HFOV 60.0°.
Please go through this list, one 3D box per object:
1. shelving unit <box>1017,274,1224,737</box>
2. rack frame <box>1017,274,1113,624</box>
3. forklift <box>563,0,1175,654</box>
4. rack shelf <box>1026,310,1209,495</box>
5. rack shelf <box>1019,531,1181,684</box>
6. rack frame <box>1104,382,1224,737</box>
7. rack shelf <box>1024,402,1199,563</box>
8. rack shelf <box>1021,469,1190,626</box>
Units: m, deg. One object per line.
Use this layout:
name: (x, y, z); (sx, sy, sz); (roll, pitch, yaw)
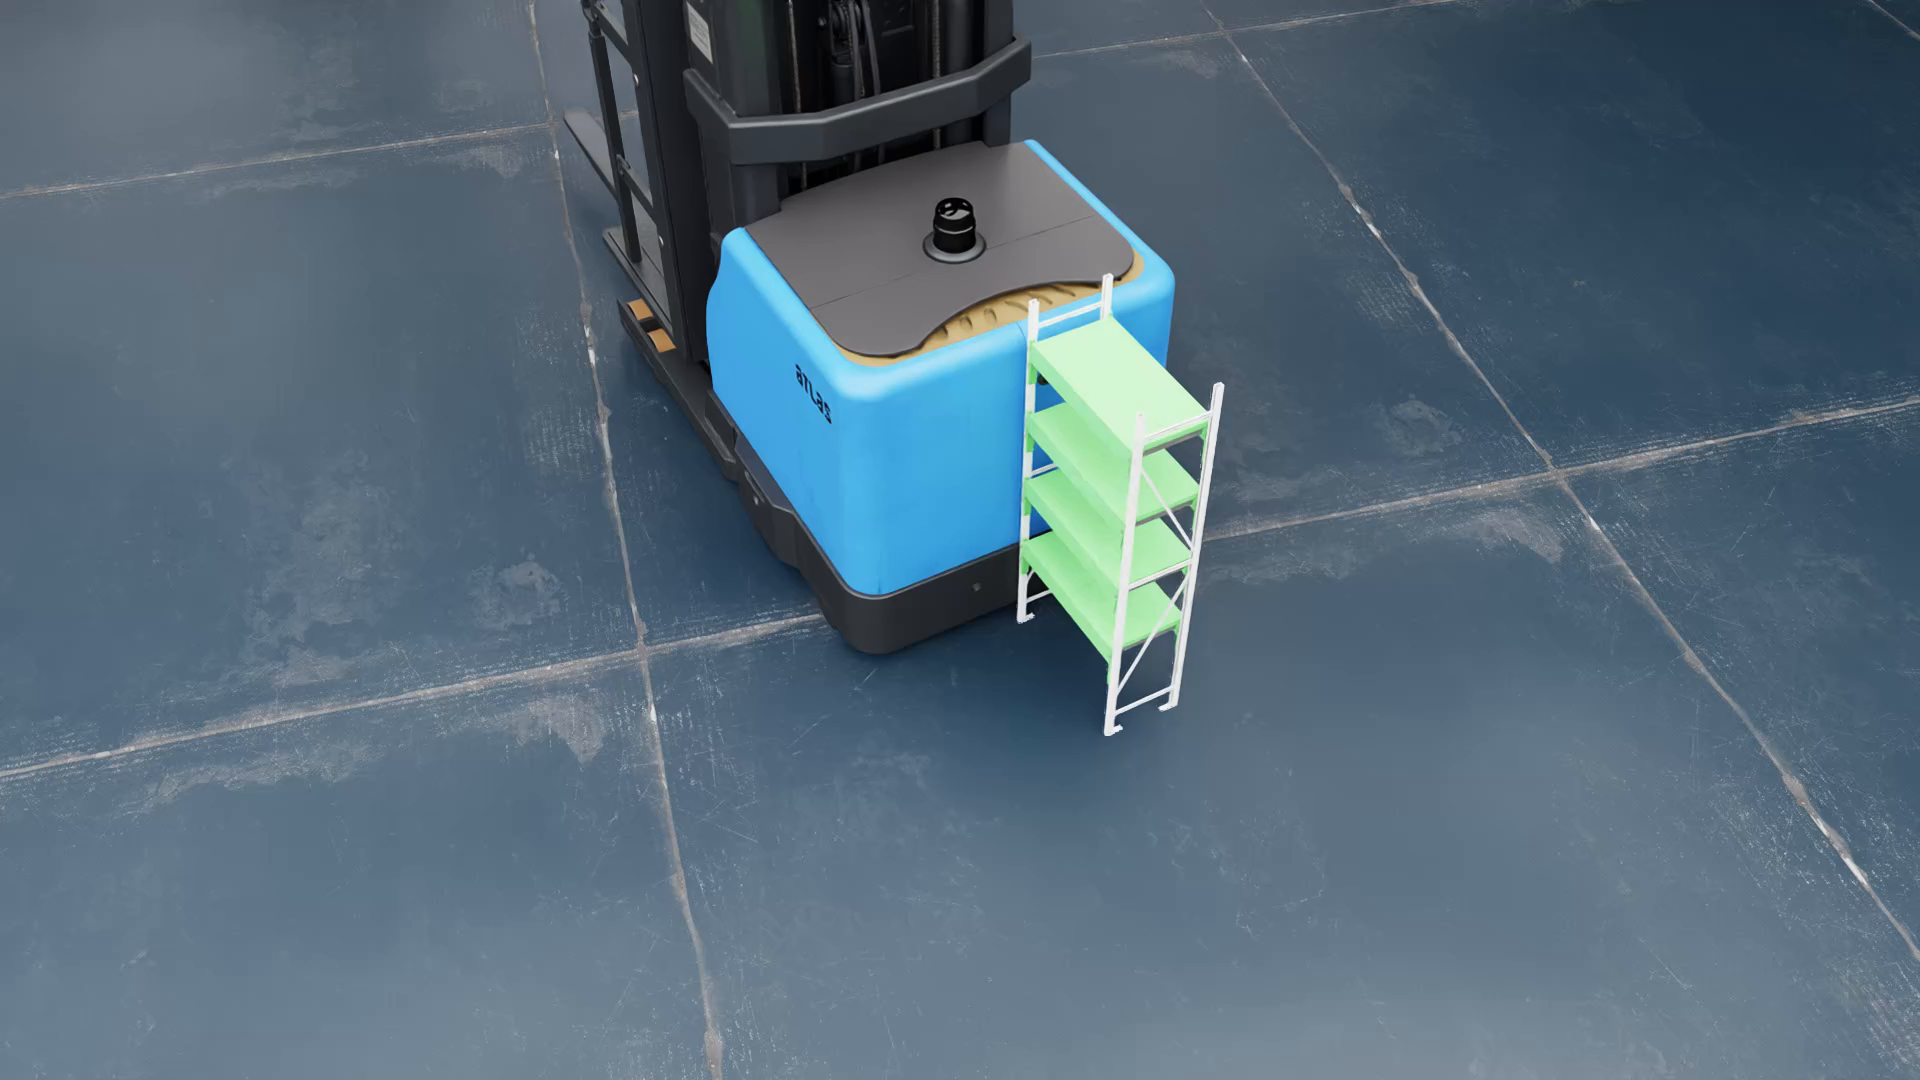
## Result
shelving unit: (0.399, -0.061, 4.469); (0.258, 1.200, 0.503); (-21, 49, -20)
rack frame: (0.281, -0.213, 4.619); (0.240, 1.200, 0.015); (-21, 49, -20)
forklift: (-0.553, -1.744, 4.907); (1.130, 2.935, 3.031); (-21, 49, -20)
rack shelf: (0.399, -0.352, 4.172); (0.258, 0.148, 0.480); (-21, 49, -20)
rack shelf: (0.399, 0.152, 4.687); (0.258, 0.148, 0.480); (-21, 49, -20)
rack frame: (0.516, 0.092, 4.320); (0.240, 1.200, 0.015); (-21, 49, -20)
rack shelf: (0.399, -0.184, 4.344); (0.258, 0.148, 0.480); (-21, 49, -20)
rack shelf: (0.399, -0.016, 4.515); (0.258, 0.148, 0.480); (-21, 49, -20)
